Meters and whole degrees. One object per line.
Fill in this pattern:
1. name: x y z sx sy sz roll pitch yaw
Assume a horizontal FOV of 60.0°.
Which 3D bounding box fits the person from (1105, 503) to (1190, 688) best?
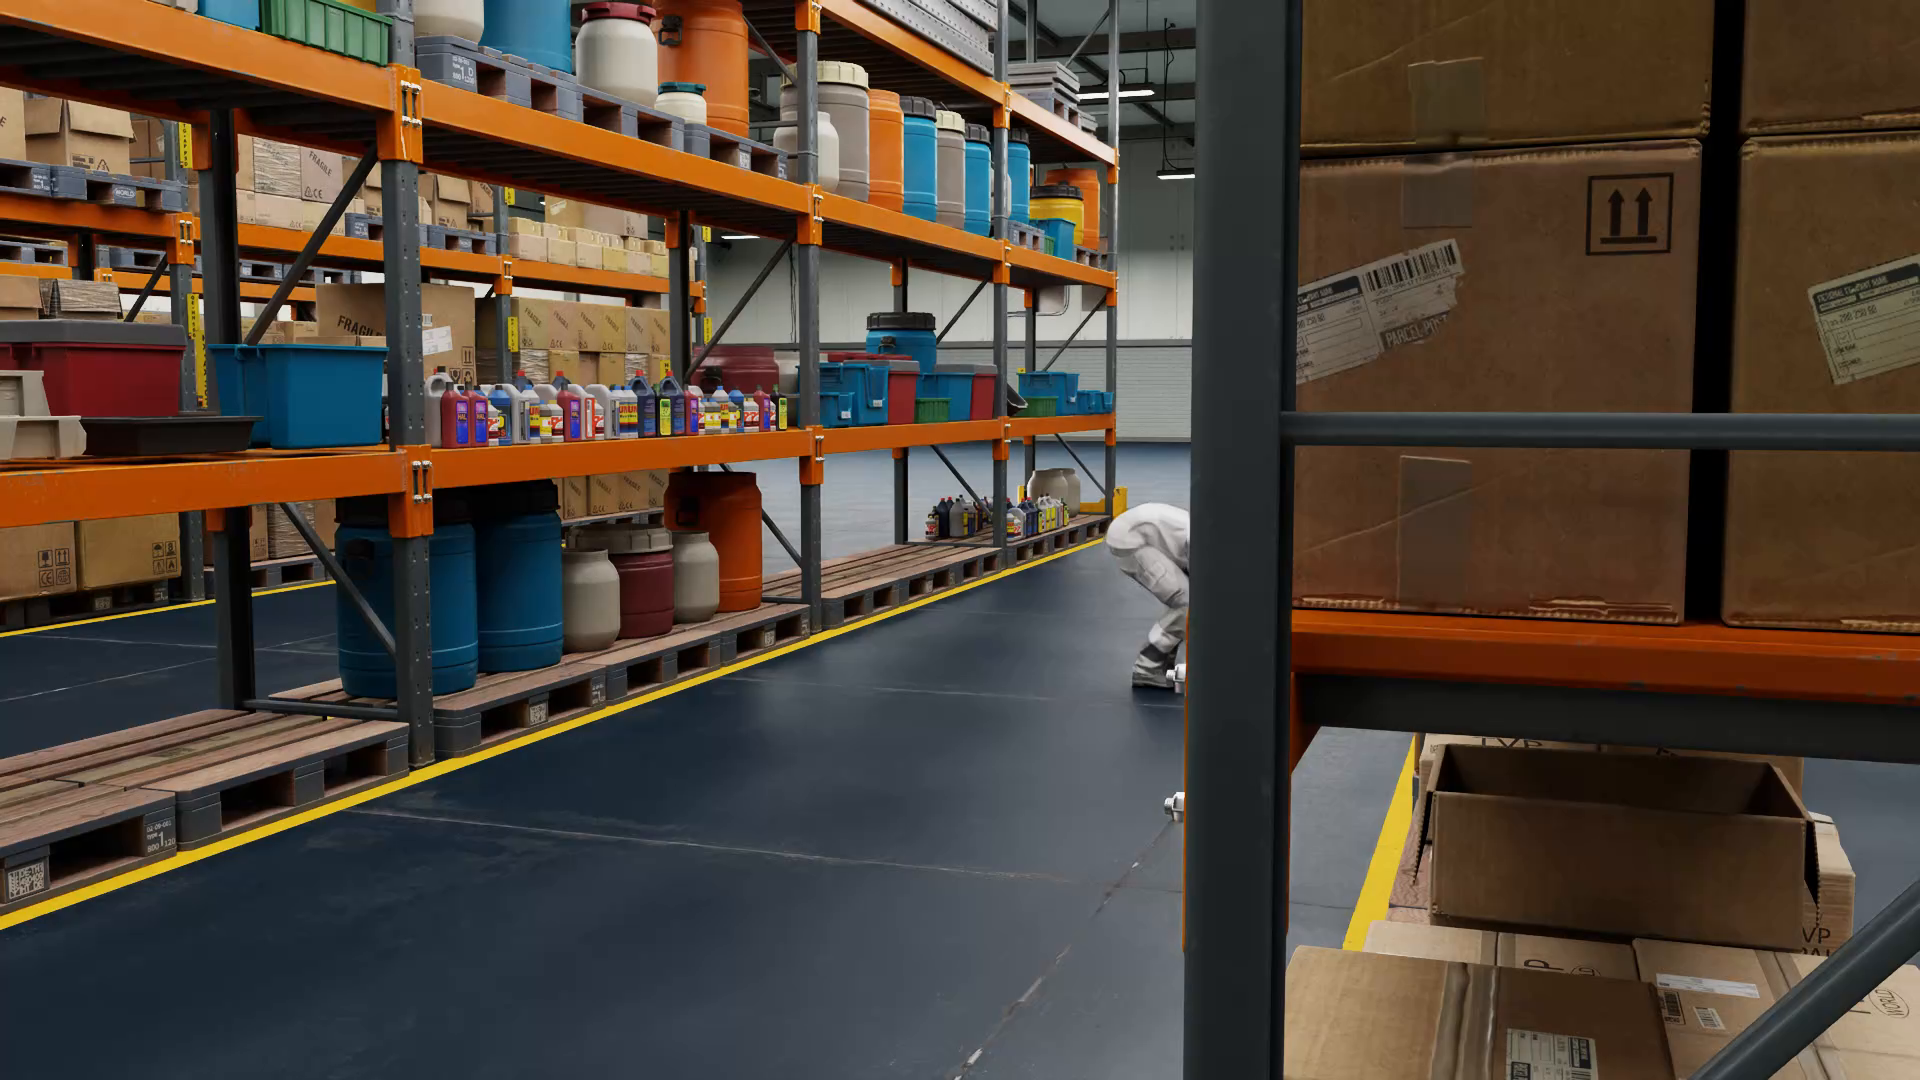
1. person: 1.240 0.288 8.718 0.949 0.956 0.533 1 5 16
